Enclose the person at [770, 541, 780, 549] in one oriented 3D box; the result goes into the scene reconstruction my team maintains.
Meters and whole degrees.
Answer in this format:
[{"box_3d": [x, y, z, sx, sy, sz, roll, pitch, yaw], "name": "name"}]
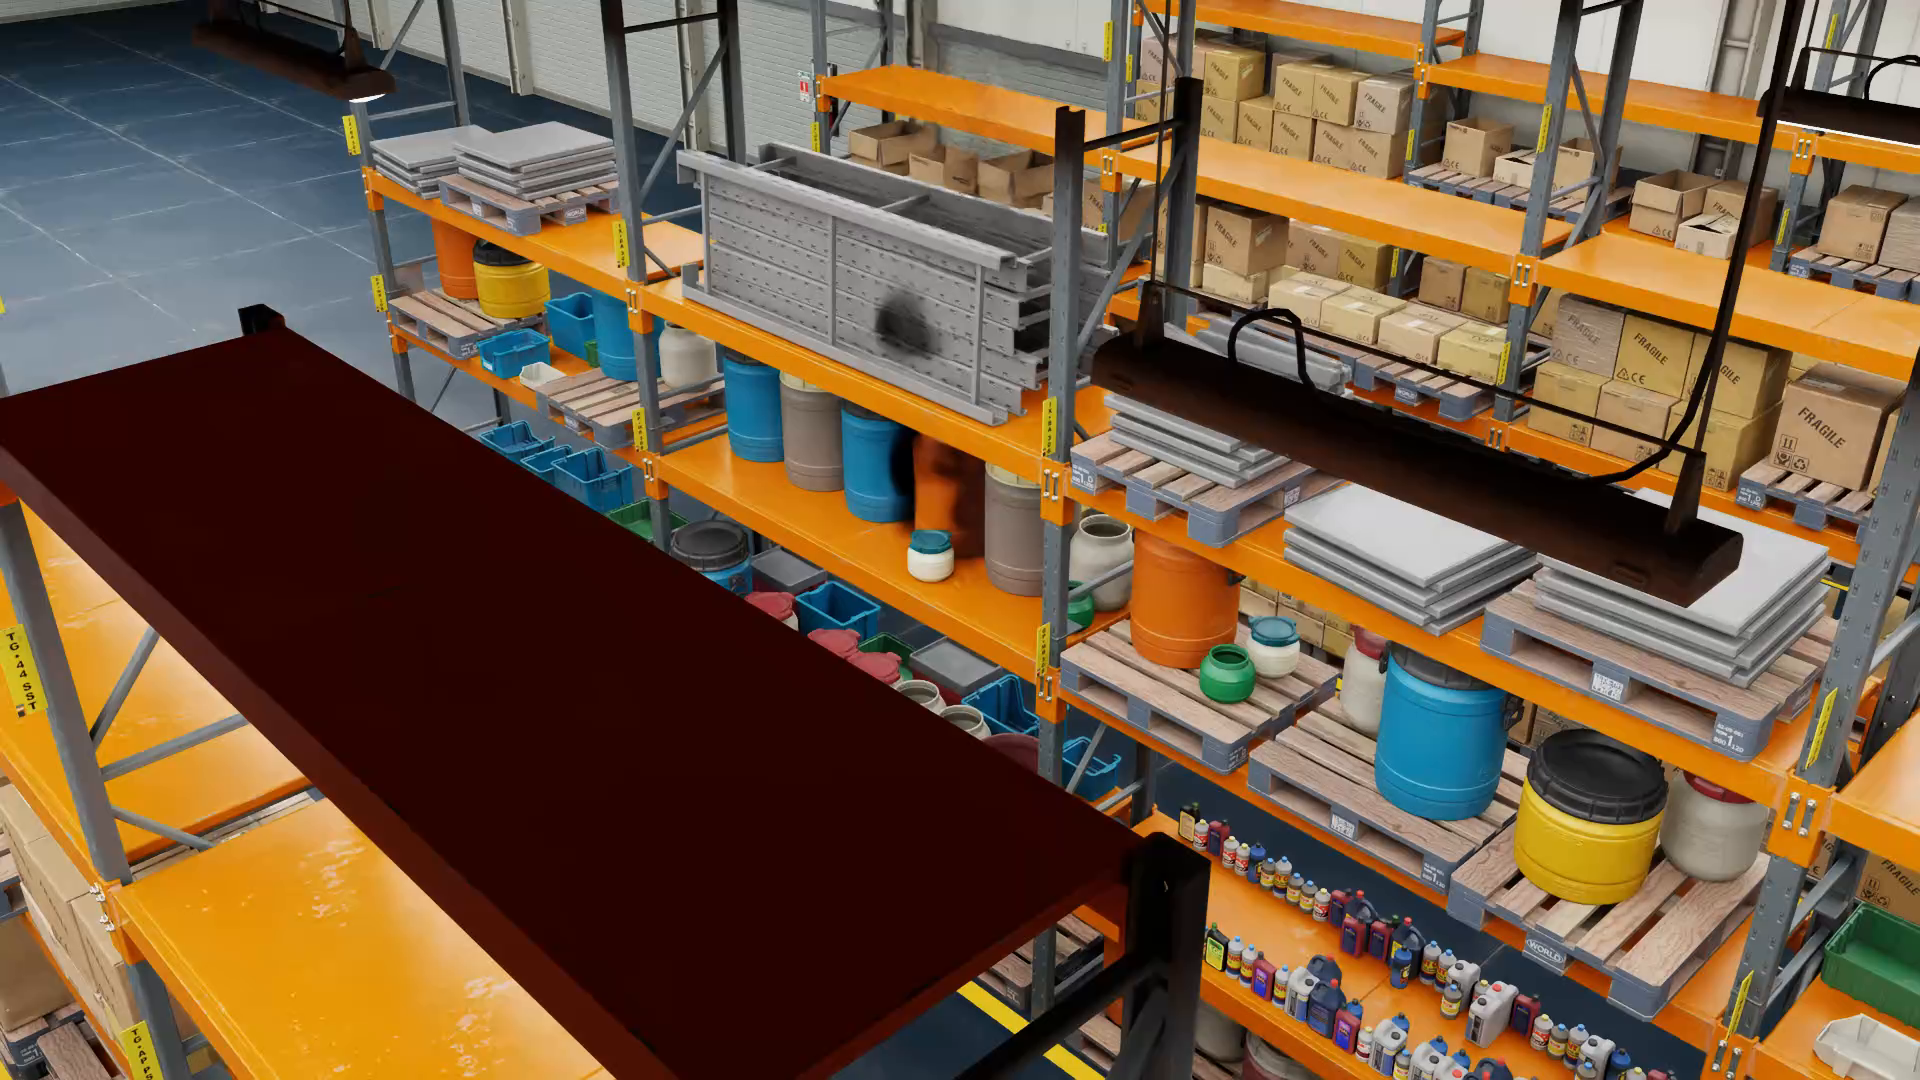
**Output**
[{"box_3d": [-1.730, -0.262, 15.632, 0.593, 1.640, 0.875, -25, 37, -38], "name": "person"}]
